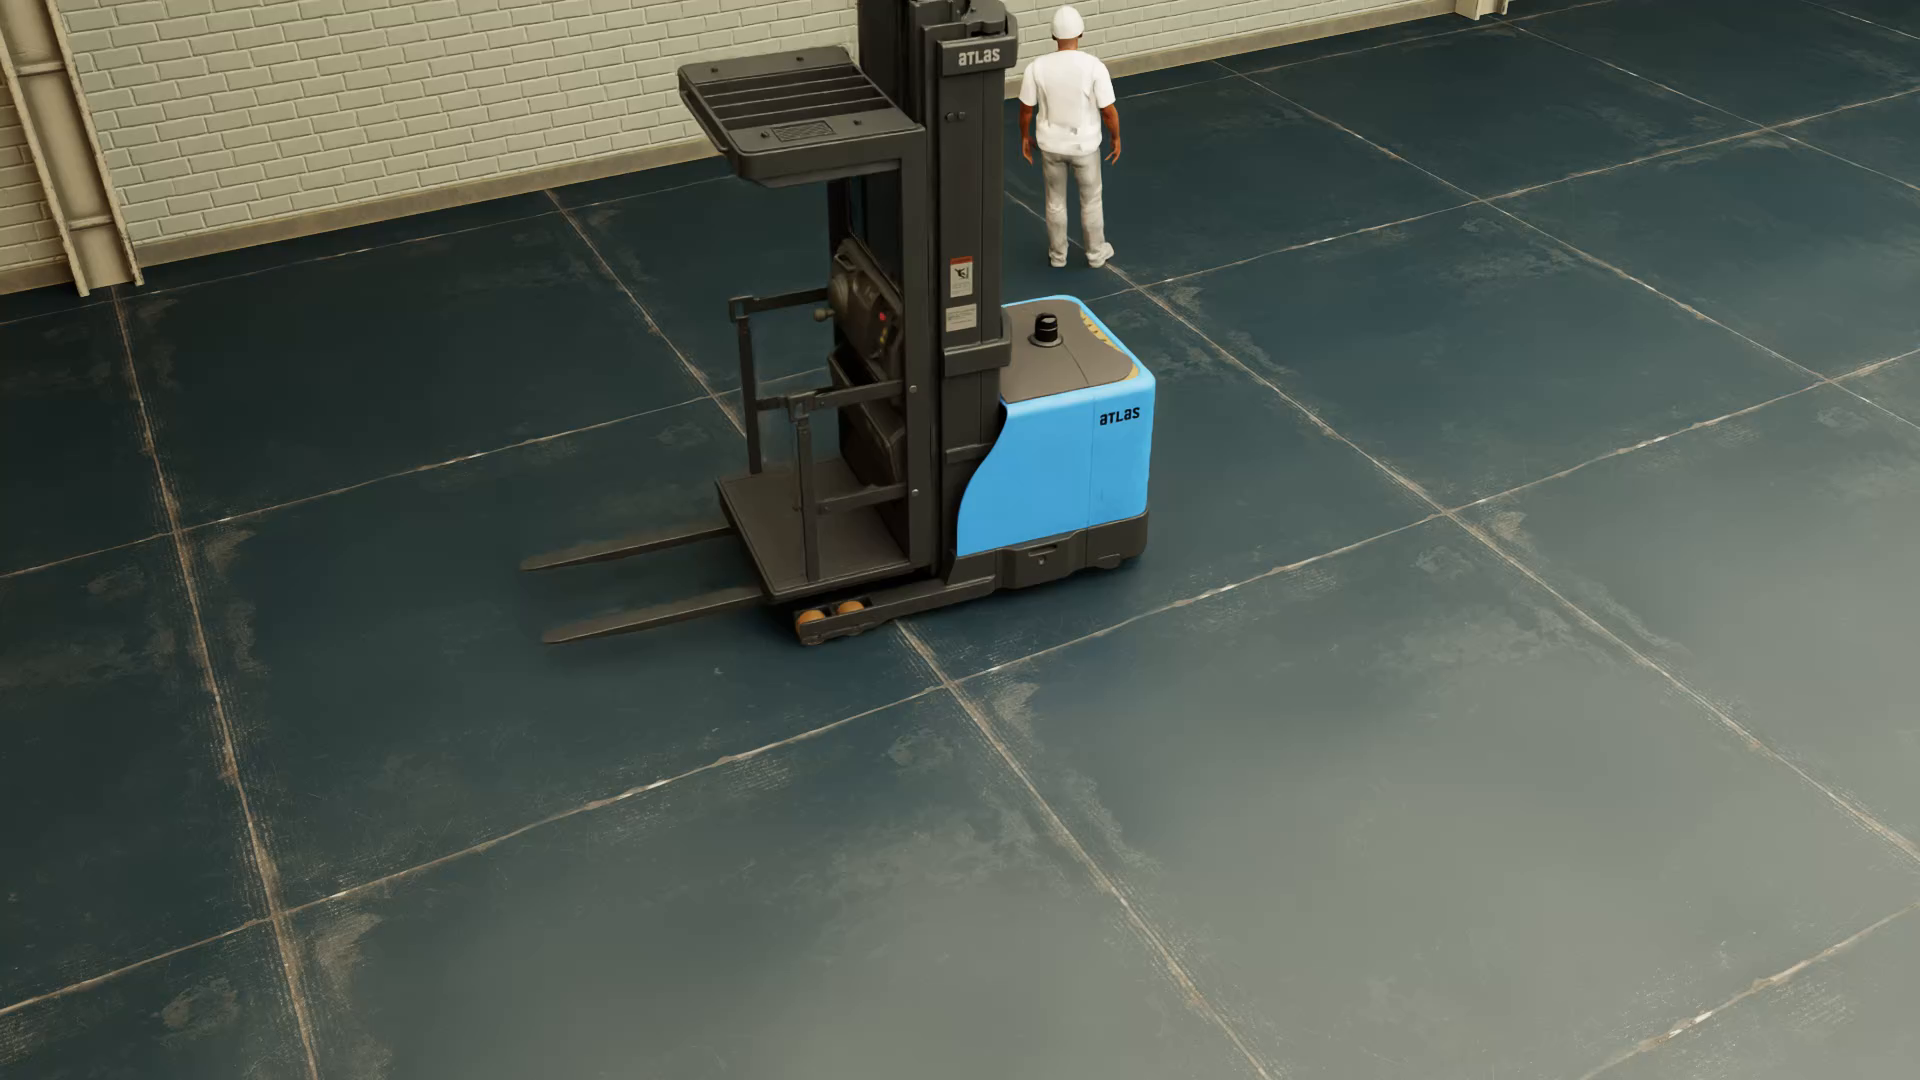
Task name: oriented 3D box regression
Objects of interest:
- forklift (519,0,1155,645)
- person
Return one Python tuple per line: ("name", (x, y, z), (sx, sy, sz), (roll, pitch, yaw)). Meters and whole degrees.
("forklift", (-0.621, -1.041, 7.596), (3.031, 2.935, 1.130), (-13, 37, -17))
("person", (0.726, -2.614, 10.826), (0.663, 1.771, 0.543), (8, 36, 12))
